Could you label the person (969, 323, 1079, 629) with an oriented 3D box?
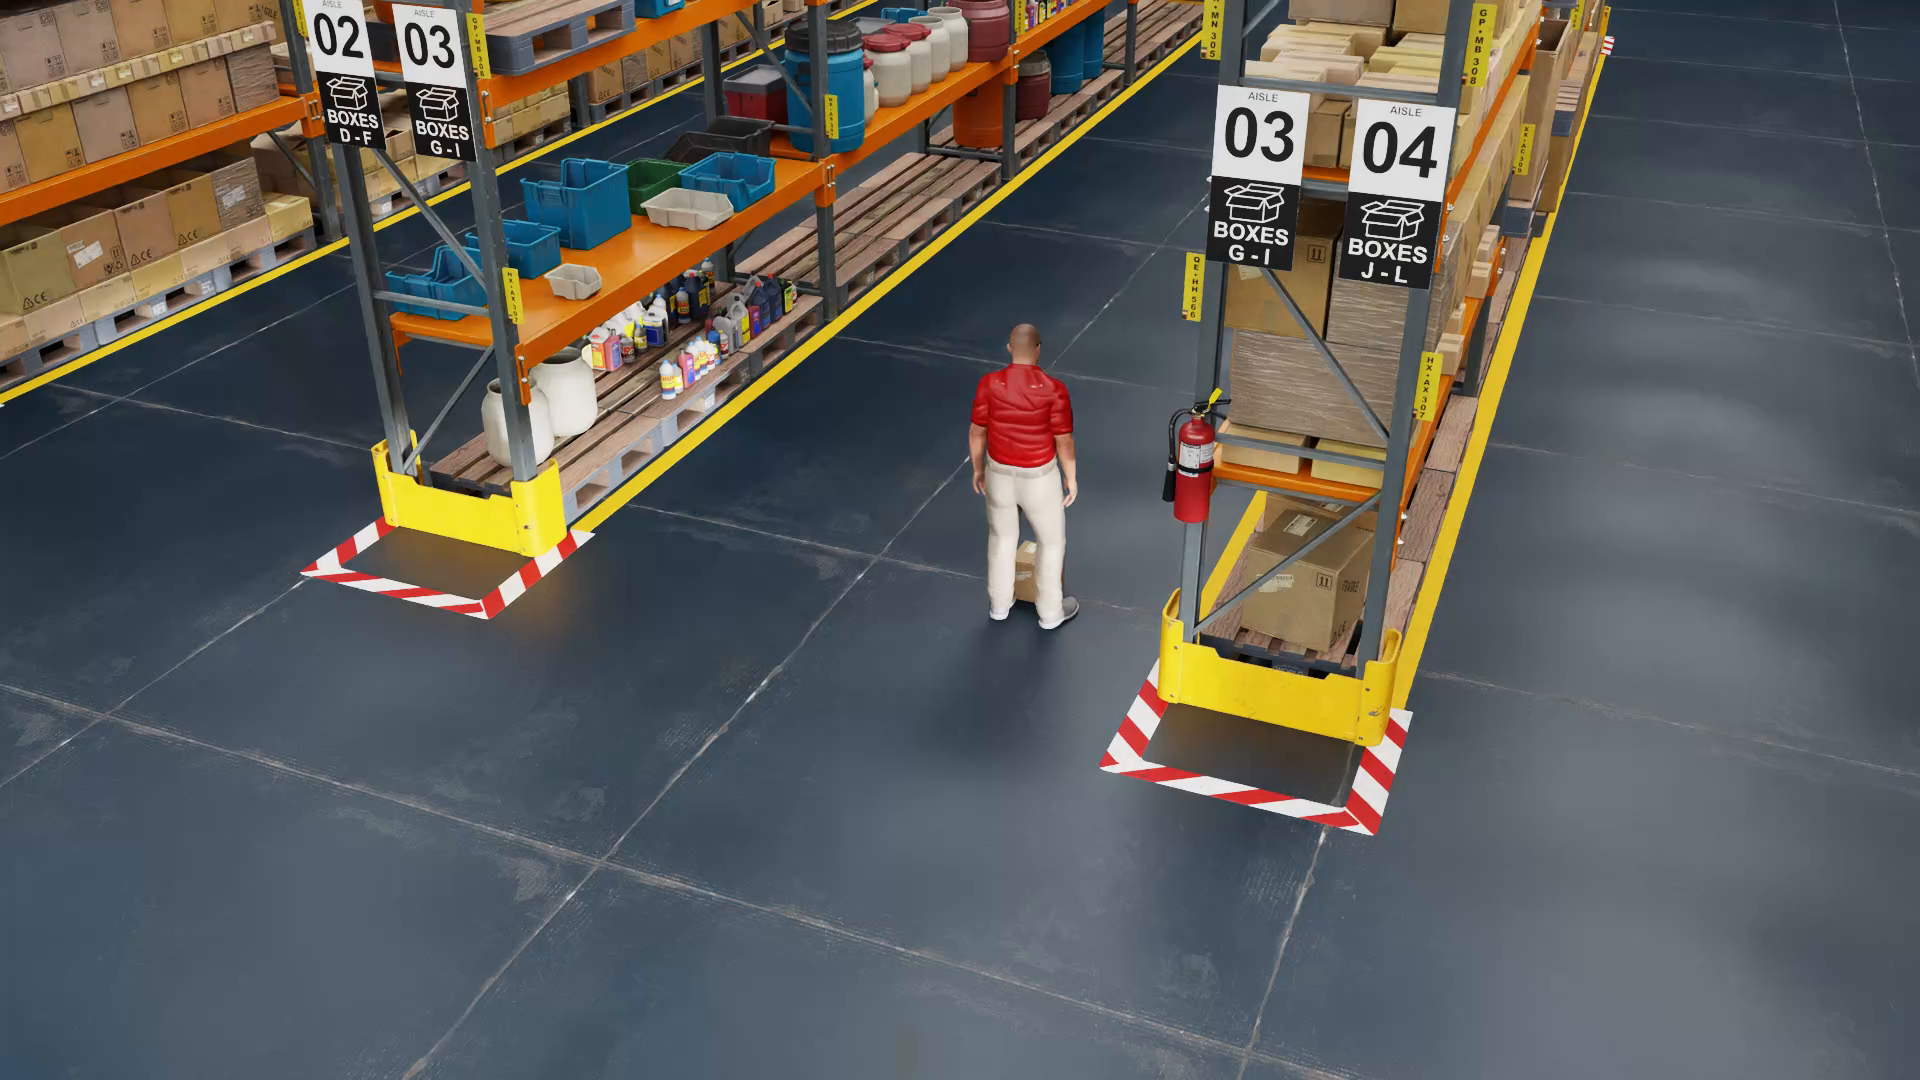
[{"bbox_3d":[0.350,-0.337,9.011,0.602,1.726,0.393,9,31,16],"label":"person"}]
